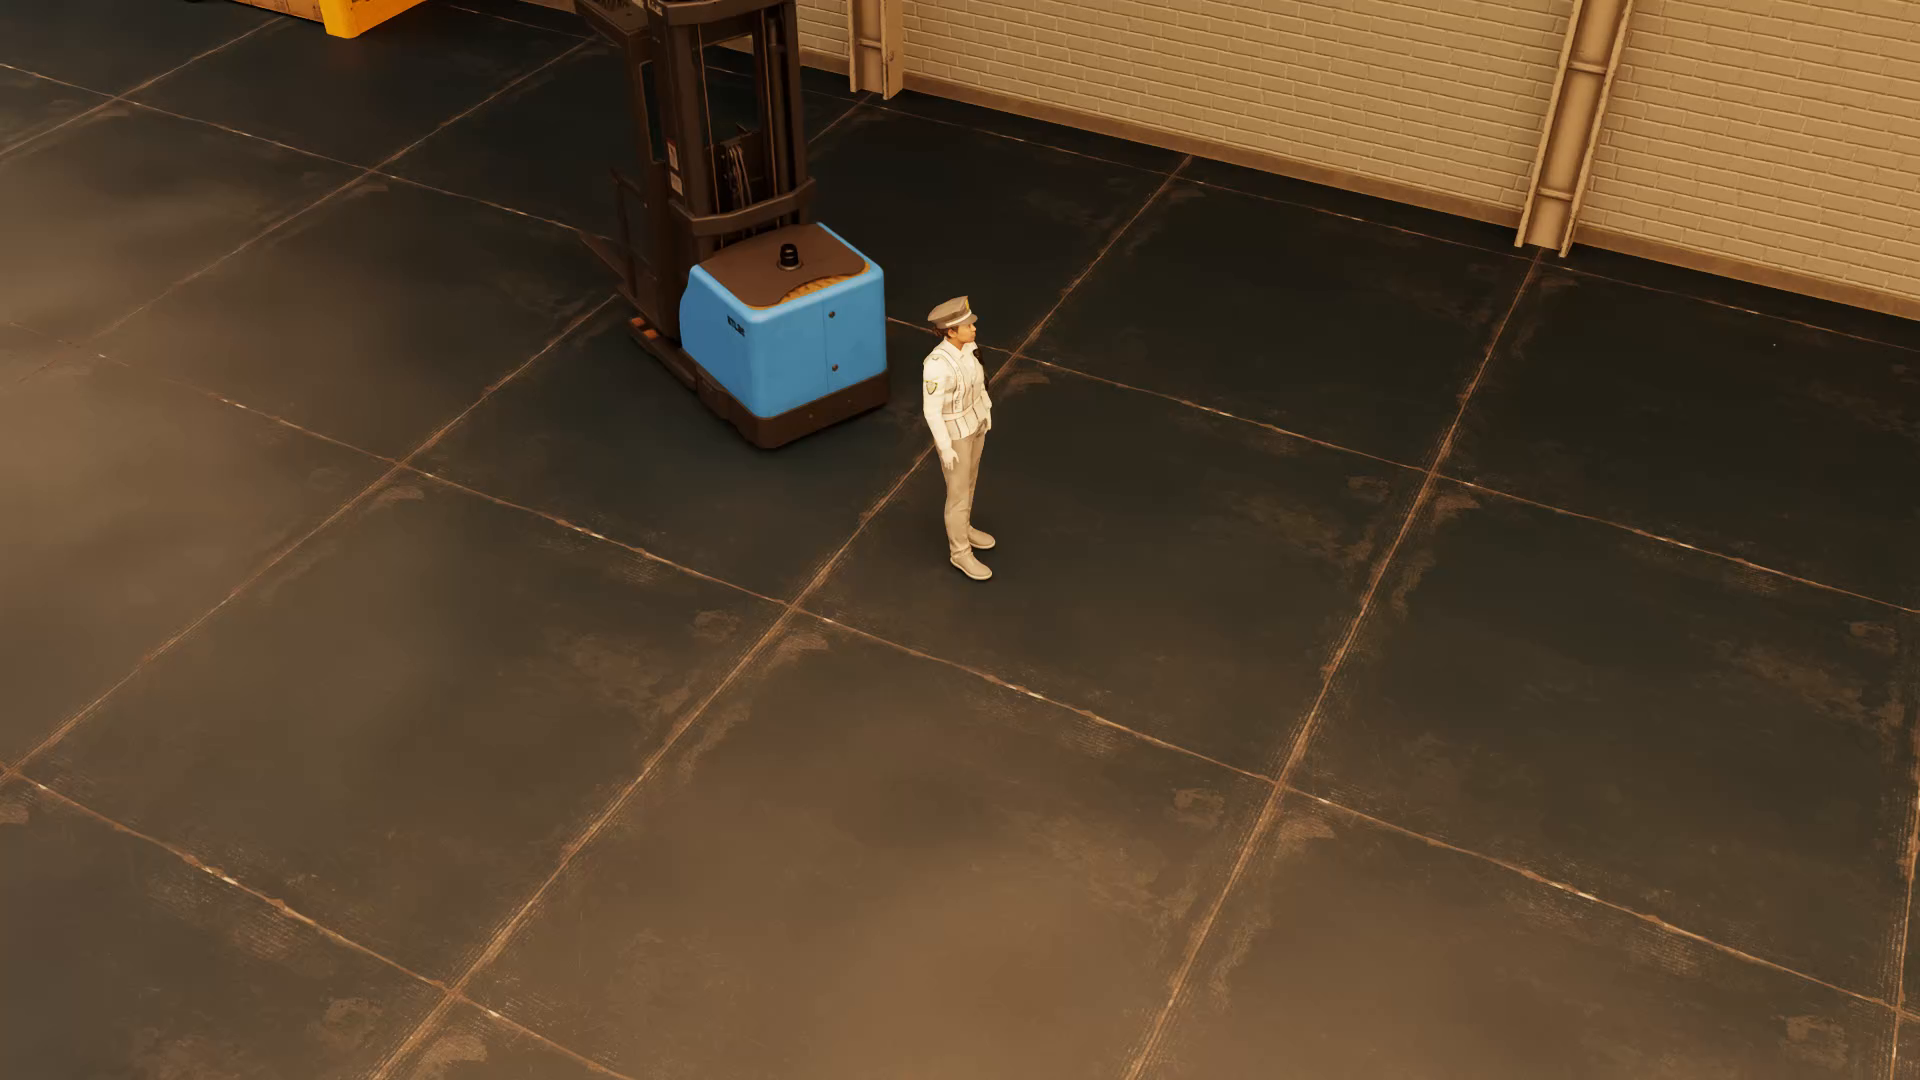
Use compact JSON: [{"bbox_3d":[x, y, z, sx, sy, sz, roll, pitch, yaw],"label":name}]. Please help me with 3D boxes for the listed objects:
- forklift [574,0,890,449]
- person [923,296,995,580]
[{"bbox_3d":[-1.747,-2.622,11.099,1.130,2.935,3.031,-25,46,-27],"label":"forklift"},{"bbox_3d":[0.057,-0.630,9.683,0.534,1.696,0.587,18,43,21],"label":"person"}]
